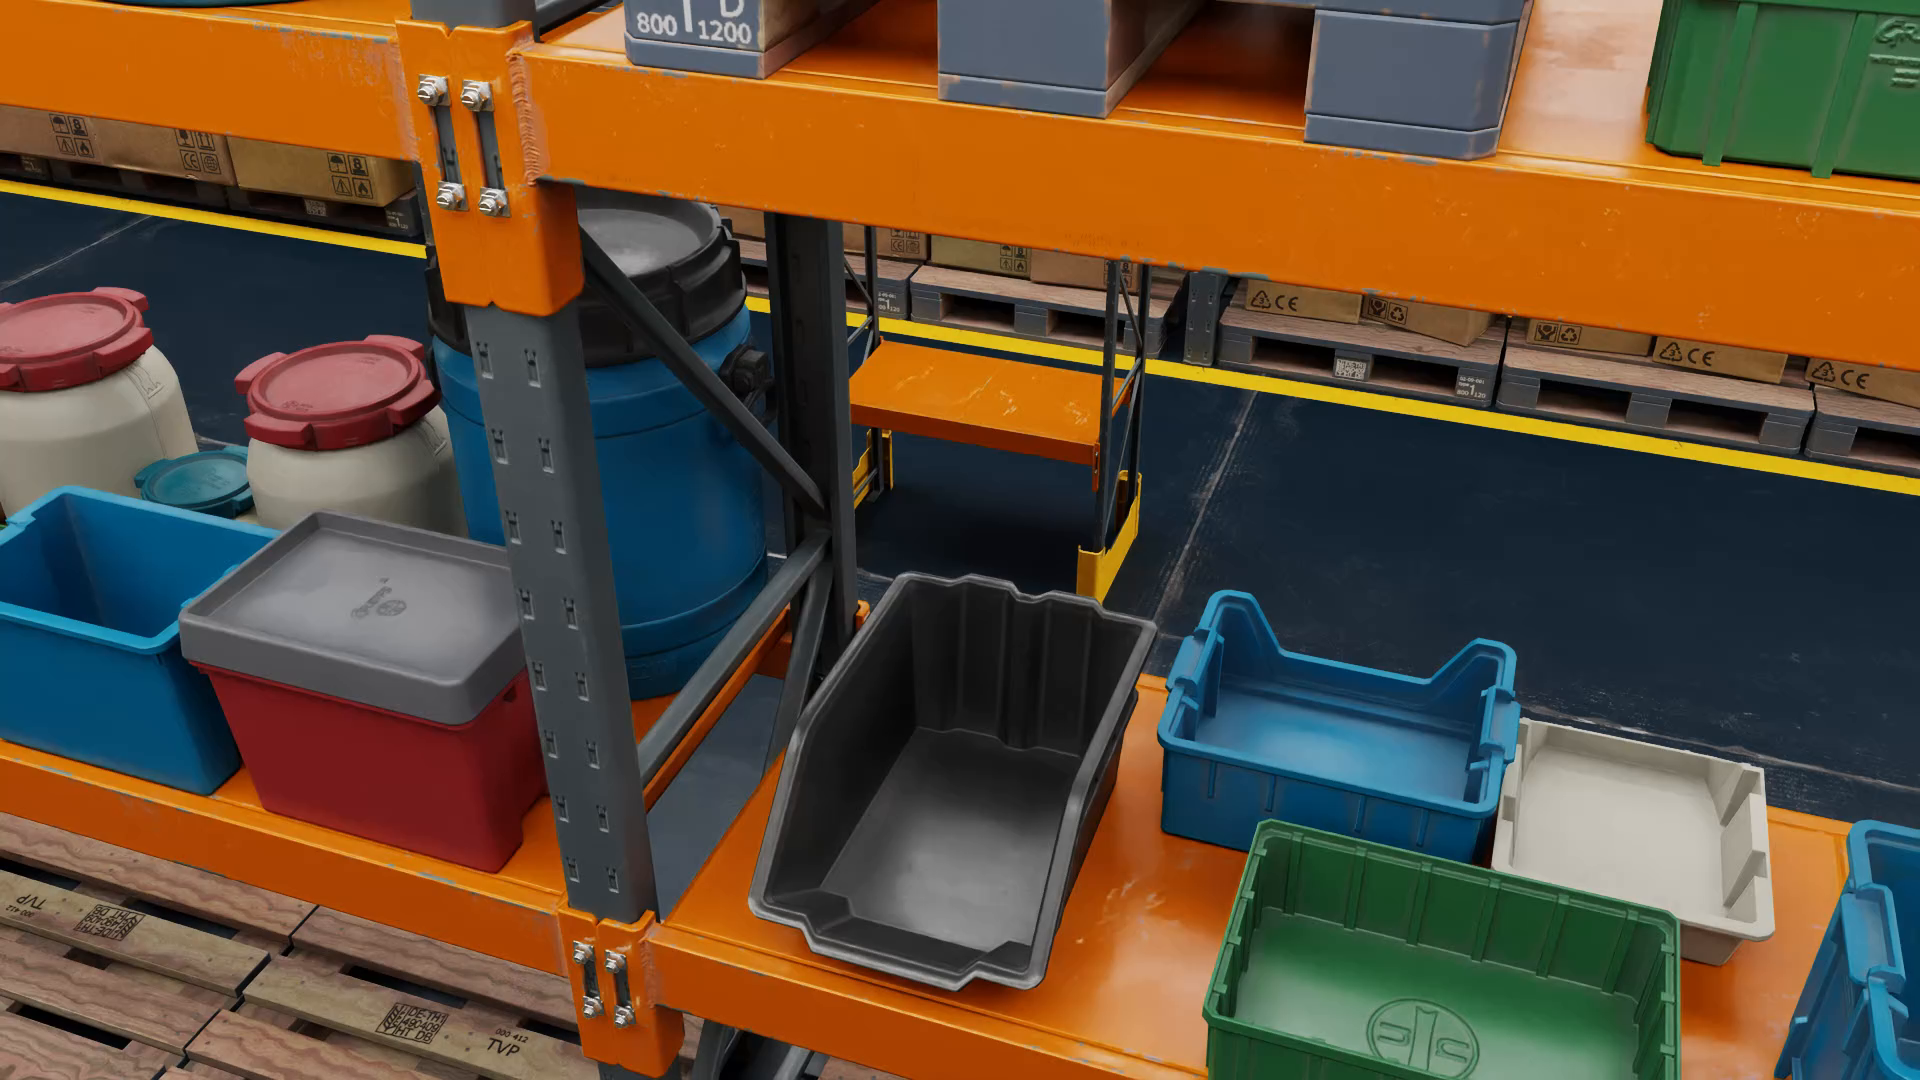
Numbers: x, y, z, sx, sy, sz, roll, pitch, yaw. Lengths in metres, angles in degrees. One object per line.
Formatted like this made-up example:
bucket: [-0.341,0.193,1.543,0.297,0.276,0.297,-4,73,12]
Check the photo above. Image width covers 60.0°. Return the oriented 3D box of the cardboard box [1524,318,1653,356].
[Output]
cardboard box: [2.744,-1.152,7.186,0.500,0.500,0.500,8,34,12]

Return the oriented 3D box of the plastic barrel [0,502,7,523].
plastic barrel: [-2.368,-0.322,3.858,0.433,0.535,0.433,0,33,0]

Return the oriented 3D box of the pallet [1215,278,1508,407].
pallet: [1.872,-1.017,7.631,1.213,0.211,1.003,11,34,16]

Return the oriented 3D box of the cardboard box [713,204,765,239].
cardboard box: [-0.838,-1.853,8.253,0.500,0.500,0.700,14,35,20]

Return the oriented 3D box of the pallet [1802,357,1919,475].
pallet: [4.169,-0.571,6.939,1.213,0.211,1.003,11,34,16]

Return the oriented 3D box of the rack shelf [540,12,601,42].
rack shelf: [-0.655,-2.357,7.799,4.000,0.370,1.077,11,34,16]

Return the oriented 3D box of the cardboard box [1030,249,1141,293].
cardboard box: [0.657,-1.552,7.787,0.500,0.500,0.700,8,34,13]

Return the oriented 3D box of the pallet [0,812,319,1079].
pallet: [-2.348,1.061,4.412,1.213,0.211,1.003,11,34,16]

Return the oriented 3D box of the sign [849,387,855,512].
sign: [-0.247,-0.160,3.477,0.005,0.325,0.100,11,34,16]

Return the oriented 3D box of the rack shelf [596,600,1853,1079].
rack shelf: [1.440,0.904,2.748,4.000,0.370,1.077,11,34,16]

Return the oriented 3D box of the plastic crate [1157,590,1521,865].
plastic crate: [0.690,0.362,3.061,0.616,0.251,0.499,11,34,16]

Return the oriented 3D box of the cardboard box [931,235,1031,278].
cardboard box: [0.214,-1.648,7.937,0.500,0.500,0.700,11,34,16]

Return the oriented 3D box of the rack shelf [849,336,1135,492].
rack shelf: [0.080,-0.463,5.917,1.000,0.185,0.538,11,34,16]

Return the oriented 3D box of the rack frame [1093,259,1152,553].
rack frame: [0.559,-0.521,5.675,0.032,1.500,0.500,11,34,16]

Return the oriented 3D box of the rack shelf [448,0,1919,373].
rack shelf: [1.440,-0.356,1.934,4.000,0.370,1.077,11,34,16]

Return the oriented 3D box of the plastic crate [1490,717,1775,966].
plastic crate: [1.171,0.514,2.931,0.437,0.136,0.530,11,34,16]

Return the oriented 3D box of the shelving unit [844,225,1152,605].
shelving unit: [0.072,-0.616,5.822,1.083,1.500,0.587,11,34,16]

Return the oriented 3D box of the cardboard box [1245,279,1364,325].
cardboard box: [1.591,-1.326,7.456,0.500,0.500,0.500,10,34,15]

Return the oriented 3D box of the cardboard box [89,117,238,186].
cardboard box: [-4.017,-2.613,9.104,0.875,0.875,1.225,11,34,17]

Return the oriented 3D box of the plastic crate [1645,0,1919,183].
plastic crate: [0.950,-0.508,1.701,0.450,0.188,0.336,11,34,16]

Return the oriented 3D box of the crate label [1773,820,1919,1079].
crate label: [1.499,0.754,2.284,0.616,0.435,0.502,11,34,16]

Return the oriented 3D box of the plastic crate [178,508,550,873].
plastic crate: [-1.002,0.276,2.998,0.583,0.464,0.402,11,34,16]

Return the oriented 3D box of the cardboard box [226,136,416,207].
cardboard box: [-3.180,-2.446,8.845,0.875,0.875,1.225,9,34,14]

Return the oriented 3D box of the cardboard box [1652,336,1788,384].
cardboard box: [3.254,-1.027,6.992,0.500,0.500,0.500,14,35,21]

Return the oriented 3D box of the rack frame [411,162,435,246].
rack frame: [-2.538,-3.025,8.171,0.127,3.000,1.000,11,34,16]

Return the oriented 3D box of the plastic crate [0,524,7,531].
plastic crate: [-2.178,0.150,3.448,0.662,0.188,0.450,11,34,16]

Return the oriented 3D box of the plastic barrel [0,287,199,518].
plastic barrel: [-1.960,-0.243,3.735,0.433,0.535,0.433,0,33,0]

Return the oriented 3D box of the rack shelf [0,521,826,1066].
rack shelf: [-2.326,0.172,3.882,4.000,0.370,1.077,11,34,16]

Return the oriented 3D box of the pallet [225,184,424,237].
pallet: [-3.254,-2.037,9.210,1.213,0.211,1.003,11,34,16]

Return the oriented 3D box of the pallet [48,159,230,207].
pallet: [-4.399,-2.261,9.557,1.213,0.211,1.003,11,34,16]

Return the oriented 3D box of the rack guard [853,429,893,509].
rack guard: [-0.397,-0.182,6.302,0.087,0.250,0.587,11,34,16]

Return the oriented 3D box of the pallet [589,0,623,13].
pallet: [-1.831,-2.869,8.105,1.003,0.211,1.213,11,34,16]

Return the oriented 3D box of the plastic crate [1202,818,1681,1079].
plastic crate: [0.740,0.717,2.569,0.662,0.188,0.450,11,34,16]

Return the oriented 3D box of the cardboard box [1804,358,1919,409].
cardboard box: [3.837,-0.903,6.800,0.500,0.500,0.500,21,38,29]

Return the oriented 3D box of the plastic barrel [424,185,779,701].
plastic barrel: [-0.705,-0.200,3.333,0.708,0.901,0.600,11,34,16]

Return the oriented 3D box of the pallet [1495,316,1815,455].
pallet: [3.024,-0.795,7.286,1.213,0.211,1.003,11,34,16]

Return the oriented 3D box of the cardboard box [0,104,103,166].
cardboard box: [-4.852,-2.771,9.348,0.875,0.875,1.225,10,34,15]

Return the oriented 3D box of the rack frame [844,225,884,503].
rack frame: [-0.398,-0.707,5.963,0.032,1.500,0.500,11,34,16]

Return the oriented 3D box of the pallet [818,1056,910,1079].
pallet: [0.175,1.551,3.653,1.213,0.211,1.003,11,34,16]

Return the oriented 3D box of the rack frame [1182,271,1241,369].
rack frame: [1.228,-2.293,7.037,0.127,3.000,1.000,11,34,16]

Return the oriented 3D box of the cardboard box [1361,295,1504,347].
cardboard box: [2.133,-1.225,7.300,0.500,0.500,0.500,23,39,31]

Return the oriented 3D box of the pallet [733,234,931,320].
pallet: [-0.658,-1.486,8.357,1.213,0.211,1.003,11,34,16]

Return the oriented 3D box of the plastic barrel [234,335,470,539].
plastic barrel: [-1.270,-0.109,3.527,0.433,0.535,0.433,0,33,0]

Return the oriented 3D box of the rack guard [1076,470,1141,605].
rack guard: [0.541,0.000,6.019,0.087,0.250,0.587,11,34,16]

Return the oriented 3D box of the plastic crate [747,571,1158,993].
plastic crate: [0.007,0.422,2.888,0.504,0.338,0.767,11,34,16]

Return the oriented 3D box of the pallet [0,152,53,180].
pallet: [-5.551,-2.483,9.901,1.213,0.211,1.003,11,34,16]

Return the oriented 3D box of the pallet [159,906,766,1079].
pallet: [-1.195,1.283,4.068,1.213,0.211,1.003,11,34,16]

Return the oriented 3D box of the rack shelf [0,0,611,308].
rack shelf: [-2.326,-1.088,3.068,4.000,0.370,1.077,11,34,16]

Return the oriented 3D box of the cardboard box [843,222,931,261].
cardboard box: [-0.312,-1.751,8.095,0.500,0.500,0.700,8,34,12]

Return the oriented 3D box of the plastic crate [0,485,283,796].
plastic crate: [-1.586,0.199,3.191,0.575,0.384,0.392,11,34,16]

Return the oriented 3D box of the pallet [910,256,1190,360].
pallet: [0.494,-1.264,8.013,1.213,0.211,1.003,11,34,16]

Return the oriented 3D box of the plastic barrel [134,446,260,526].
plastic barrel: [-1.637,-0.027,3.654,0.301,0.262,0.301,0,33,0]

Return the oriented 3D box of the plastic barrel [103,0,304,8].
plastic barrel: [-0.995,-1.217,2.143,0.708,0.901,0.600,11,34,16]

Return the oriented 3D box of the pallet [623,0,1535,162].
pallet: [0.269,-0.863,2.230,1.003,0.211,1.213,11,34,16]

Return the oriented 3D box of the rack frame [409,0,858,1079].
rack frame: [-0.443,0.236,3.120,0.127,3.000,1.000,11,34,16]
